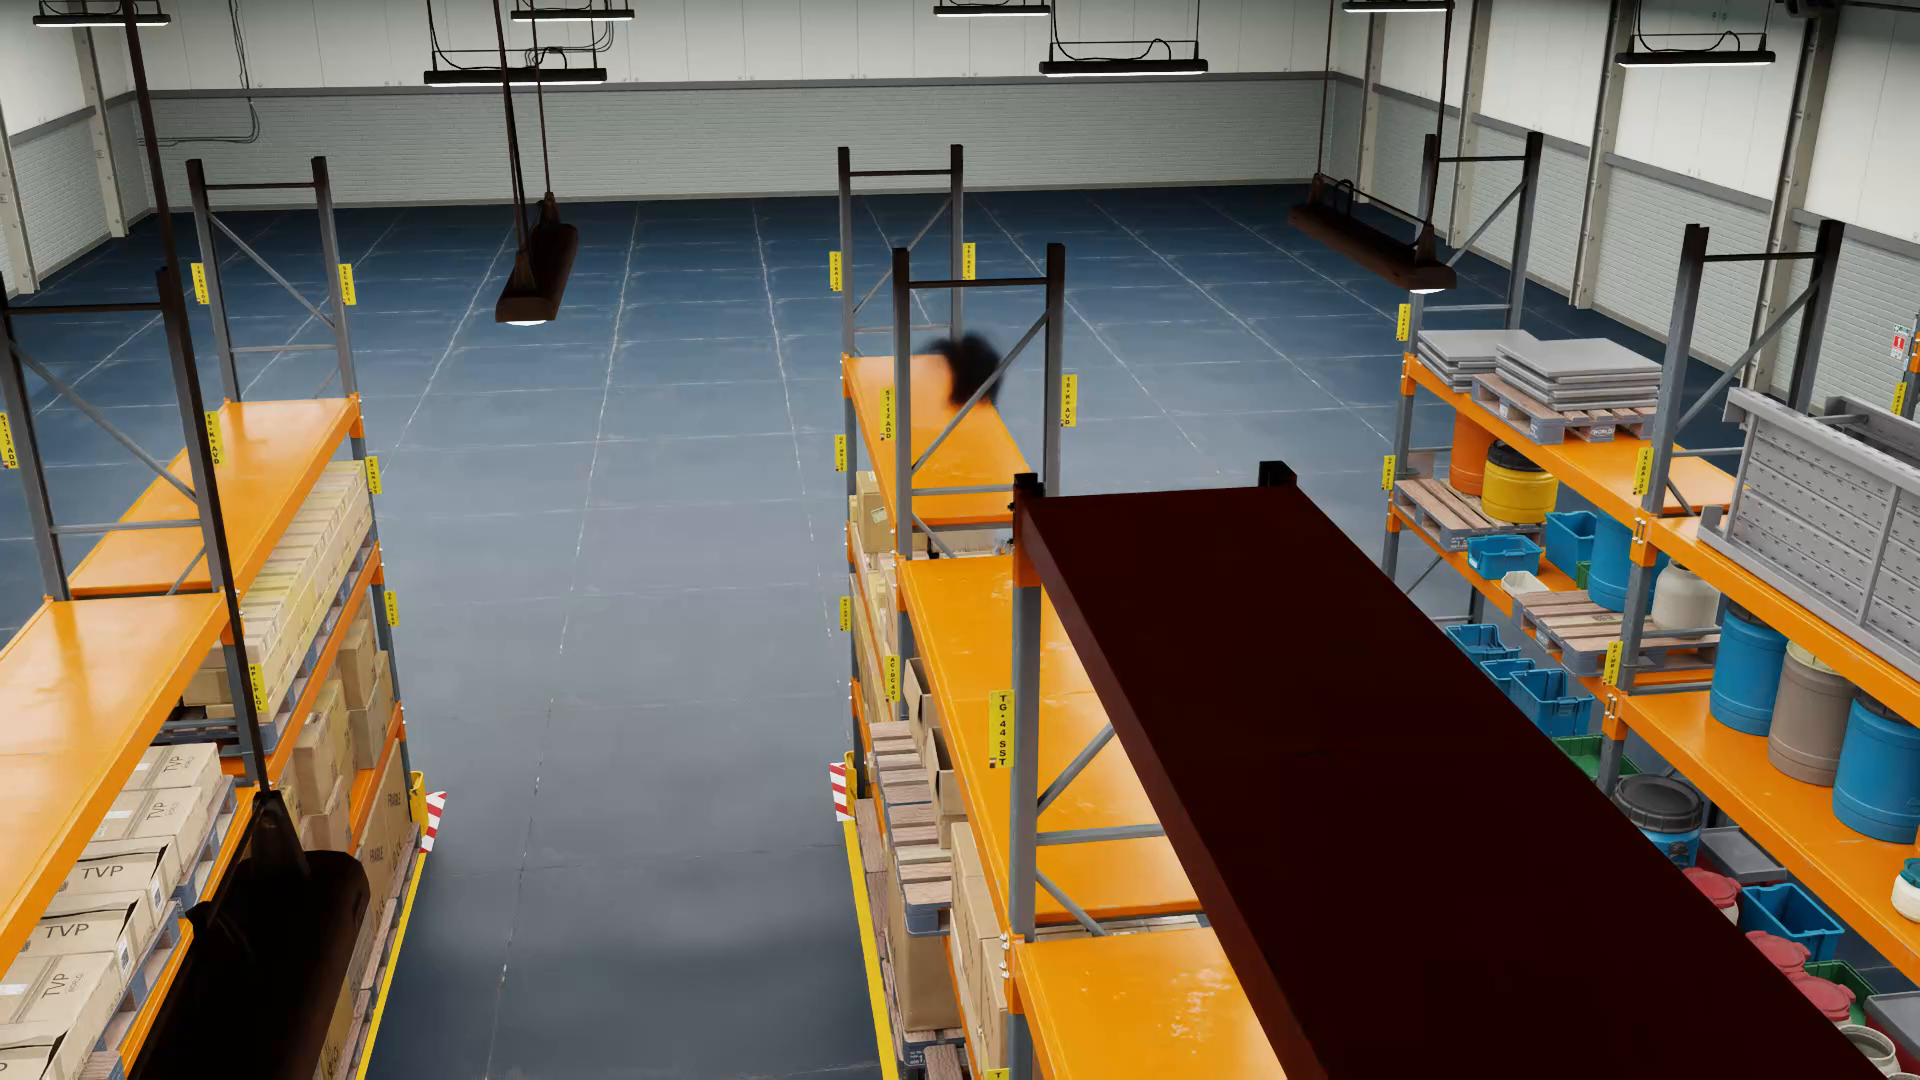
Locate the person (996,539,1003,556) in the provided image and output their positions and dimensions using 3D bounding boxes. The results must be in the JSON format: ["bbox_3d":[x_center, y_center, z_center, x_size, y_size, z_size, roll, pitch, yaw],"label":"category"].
[{"bbox_3d":[0.296,0.564,18.210,0.834,1.482,0.642,4,22,9],"label":"person"}]
